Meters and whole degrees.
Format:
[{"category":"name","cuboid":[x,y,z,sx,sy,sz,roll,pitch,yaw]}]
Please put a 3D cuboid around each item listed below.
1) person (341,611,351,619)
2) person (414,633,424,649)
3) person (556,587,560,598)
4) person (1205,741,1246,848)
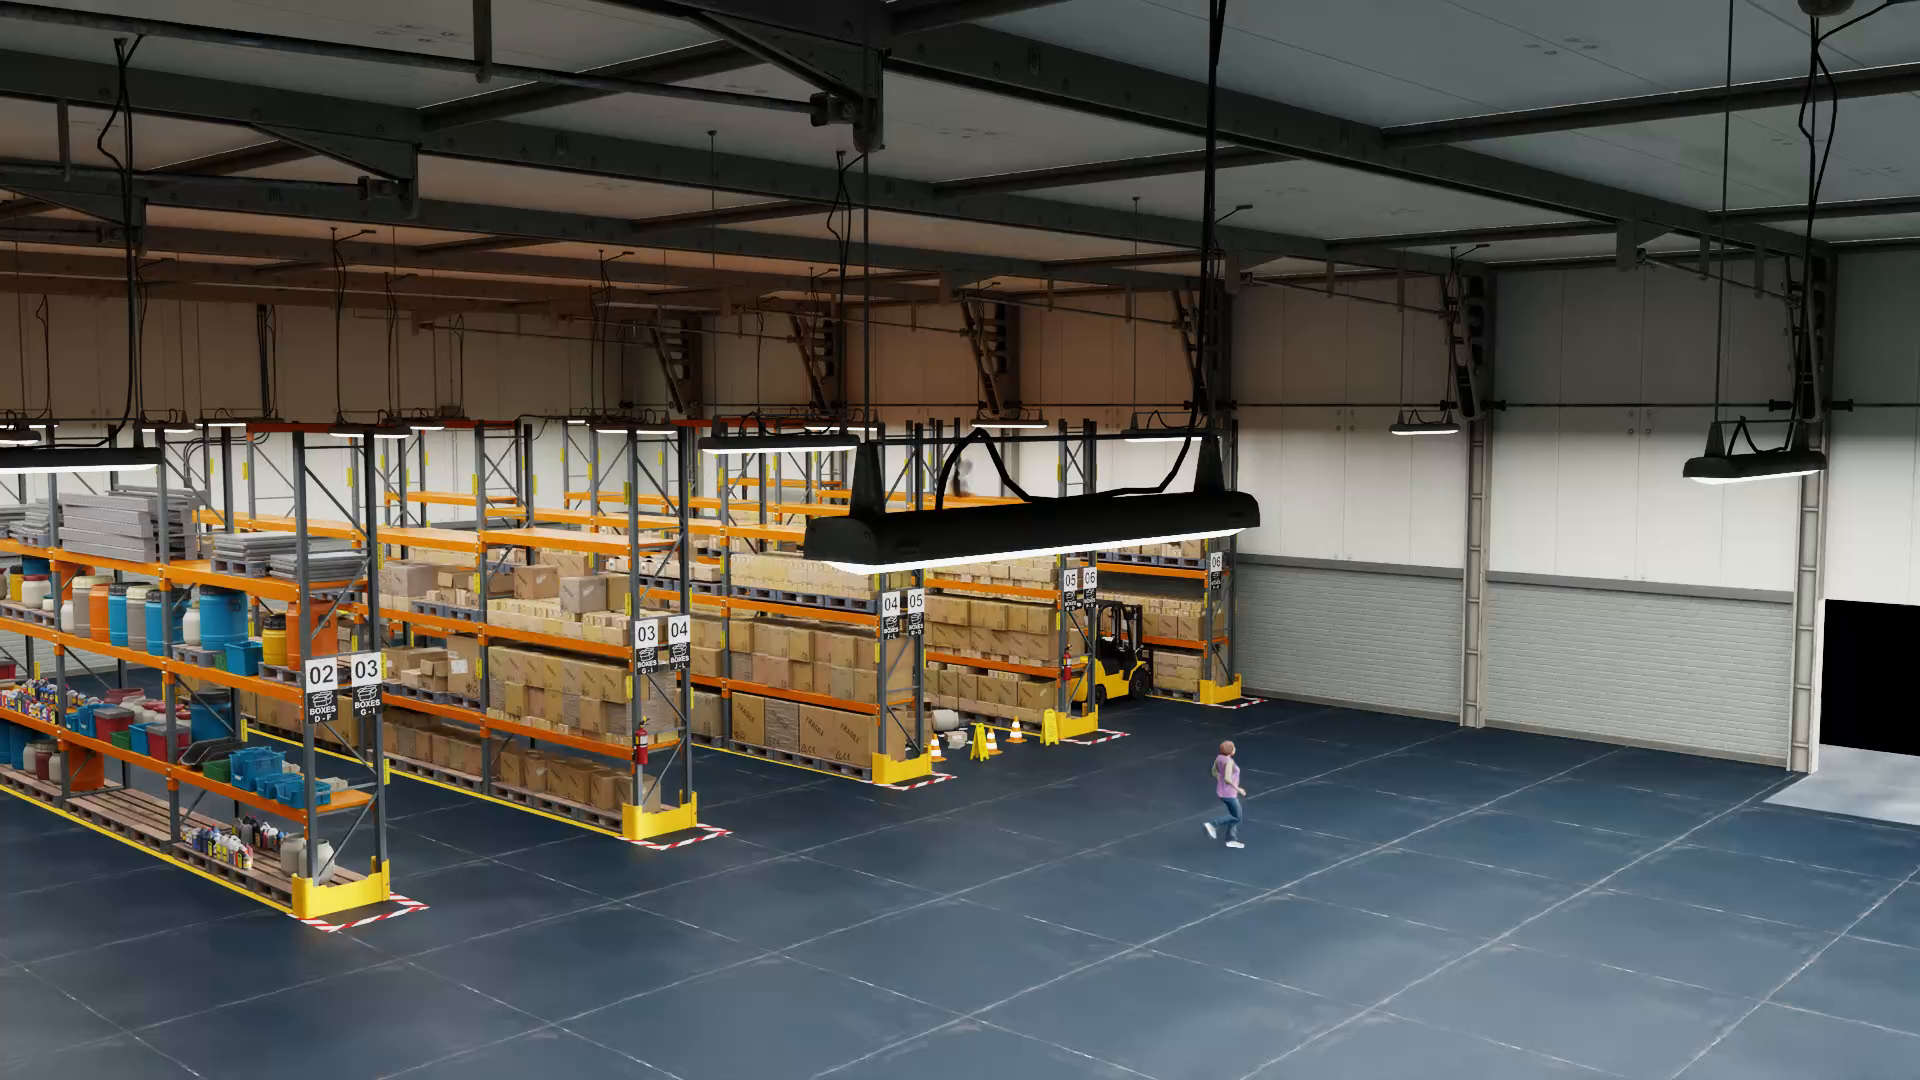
[{"category":"person","cuboid":[-13.901,2.434,37.377,0.742,1.783,0.666,-3,6,-34]},{"category":"person","cuboid":[-13.000,2.271,40.076,0.523,1.578,0.613,-1,5,-12]},{"category":"person","cuboid":[-10.577,1.993,43.437,0.514,1.629,0.619,-3,5,-28]},{"category":"person","cuboid":[3.763,3.630,23.705,0.623,1.564,0.545,-1,5,-12]}]
